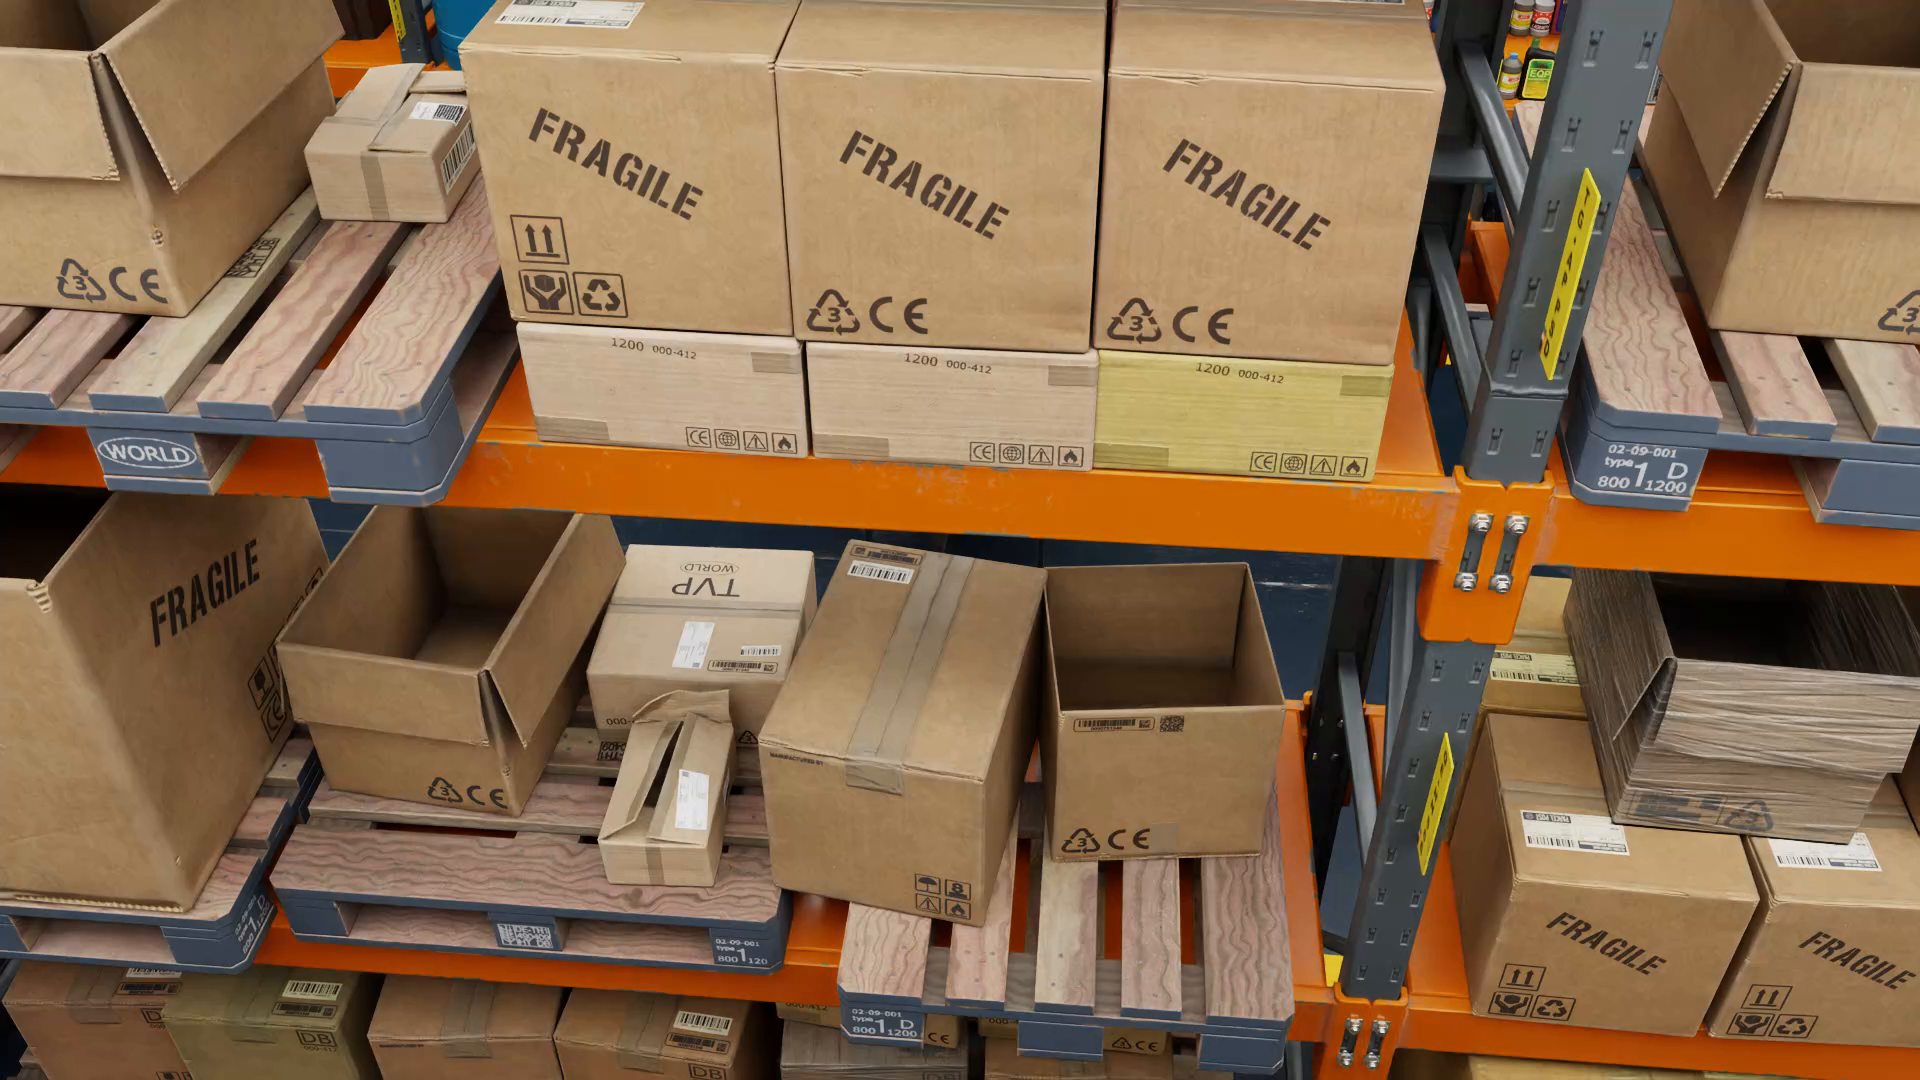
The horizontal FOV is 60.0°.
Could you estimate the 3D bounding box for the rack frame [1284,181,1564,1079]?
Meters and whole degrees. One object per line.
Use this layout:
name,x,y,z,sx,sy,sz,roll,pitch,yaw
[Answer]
rack frame,0.996,0.612,4.123,0.127,3.000,1.000,3,39,4

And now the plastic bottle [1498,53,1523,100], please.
plastic bottle,2.534,-2.144,7.665,0.097,0.201,0.097,0,39,0

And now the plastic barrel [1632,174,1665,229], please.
plastic barrel,3.608,-1.650,8.538,0.421,0.512,0.421,0,39,0

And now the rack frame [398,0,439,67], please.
rack frame,-2.561,-2.721,8.217,0.127,3.000,1.000,3,39,4

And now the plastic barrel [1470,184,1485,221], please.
plastic barrel,2.483,-1.711,8.614,0.421,0.512,0.421,0,39,0

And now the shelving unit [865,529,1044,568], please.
shelving unit,-0.007,-0.582,6.777,0.755,1.500,0.431,3,39,4

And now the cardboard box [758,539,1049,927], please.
cardboard box,-0.110,0.438,3.924,0.500,0.500,0.700,9,40,10

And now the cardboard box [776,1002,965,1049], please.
cardboard box,-0.203,1.079,4.585,0.500,0.250,0.500,7,40,9

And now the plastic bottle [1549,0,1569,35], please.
plastic bottle,3.002,-2.642,8.212,0.133,0.283,0.061,3,39,4

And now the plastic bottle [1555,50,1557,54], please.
plastic bottle,2.764,-2.158,7.627,0.097,0.271,0.097,0,39,0

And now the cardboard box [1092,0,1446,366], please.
cardboard box,0.499,-0.653,2.825,0.500,0.500,0.500,4,39,5

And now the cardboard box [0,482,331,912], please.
cardboard box,-2.209,0.129,3.907,1.000,1.000,1.000,3,39,4

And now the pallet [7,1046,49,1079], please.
pallet,-2.213,1.517,5.220,1.213,0.211,1.003,3,39,4

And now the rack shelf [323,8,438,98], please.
rack shelf,-4.554,-2.551,8.578,4.000,0.370,1.077,3,39,4

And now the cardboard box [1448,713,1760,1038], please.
cardboard box,1.457,0.770,3.848,0.500,0.500,0.500,4,39,5

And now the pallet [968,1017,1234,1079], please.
pallet,0.218,1.650,5.056,1.213,0.211,1.003,3,39,4

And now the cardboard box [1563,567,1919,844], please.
cardboard box,1.723,0.234,3.713,0.637,0.503,0.797,4,39,5

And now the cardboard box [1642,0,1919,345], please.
cardboard box,1.610,-0.767,3.025,0.637,0.503,0.797,5,39,6

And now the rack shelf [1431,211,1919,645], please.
rack shelf,2.989,-0.164,3.269,4.000,0.370,1.077,3,39,4

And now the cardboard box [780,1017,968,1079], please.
cardboard box,-0.227,1.364,4.829,0.500,0.500,0.700,0,39,0

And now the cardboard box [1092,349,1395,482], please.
cardboard box,0.502,-0.365,3.065,0.500,0.250,0.500,3,39,4

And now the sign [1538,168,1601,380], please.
sign,0.947,-0.411,2.593,0.005,0.325,0.100,3,39,4

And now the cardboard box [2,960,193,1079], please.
cardboard box,-2.379,1.239,4.983,0.500,0.500,0.700,0,39,0

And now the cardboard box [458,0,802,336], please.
cardboard box,-0.504,-0.711,2.896,0.500,0.500,0.500,4,39,5

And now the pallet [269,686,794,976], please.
pallet,-0.979,0.604,4.284,1.213,0.211,1.003,3,39,4

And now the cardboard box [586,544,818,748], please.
cardboard box,-0.654,0.271,4.327,0.500,0.250,0.500,2,39,3

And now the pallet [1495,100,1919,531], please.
pallet,1.642,-0.477,3.233,1.003,0.211,1.213,5,39,6

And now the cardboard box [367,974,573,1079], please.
cardboard box,-1.348,1.308,4.899,0.500,0.500,0.700,0,39,0

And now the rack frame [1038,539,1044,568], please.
rack frame,0.358,-0.562,6.752,0.023,1.500,0.400,3,39,4

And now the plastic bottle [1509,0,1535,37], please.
plastic bottle,2.789,-2.611,8.238,0.097,0.201,0.097,0,39,0

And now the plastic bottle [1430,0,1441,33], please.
plastic bottle,2.401,-2.659,8.242,0.097,0.271,0.097,0,39,0

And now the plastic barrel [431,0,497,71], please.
plastic barrel,-2.203,-2.704,7.799,0.708,0.901,0.600,3,39,4

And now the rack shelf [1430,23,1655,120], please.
rack shelf,3.416,-2.116,8.043,4.000,0.370,1.077,3,39,4

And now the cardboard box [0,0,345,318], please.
cardboard box,-1.590,-0.834,3.108,0.637,0.503,0.797,5,39,6

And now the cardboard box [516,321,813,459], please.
cardboard box,-0.494,-0.413,3.124,0.500,0.250,0.500,4,39,5

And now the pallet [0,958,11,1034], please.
pallet,-3.661,1.461,5.288,1.213,0.211,1.003,3,39,4

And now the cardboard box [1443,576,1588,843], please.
cardboard box,1.509,0.444,4.249,0.500,0.500,0.500,4,39,5

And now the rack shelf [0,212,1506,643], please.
rack shelf,-0.996,-0.382,3.537,4.000,0.370,1.077,3,39,4
